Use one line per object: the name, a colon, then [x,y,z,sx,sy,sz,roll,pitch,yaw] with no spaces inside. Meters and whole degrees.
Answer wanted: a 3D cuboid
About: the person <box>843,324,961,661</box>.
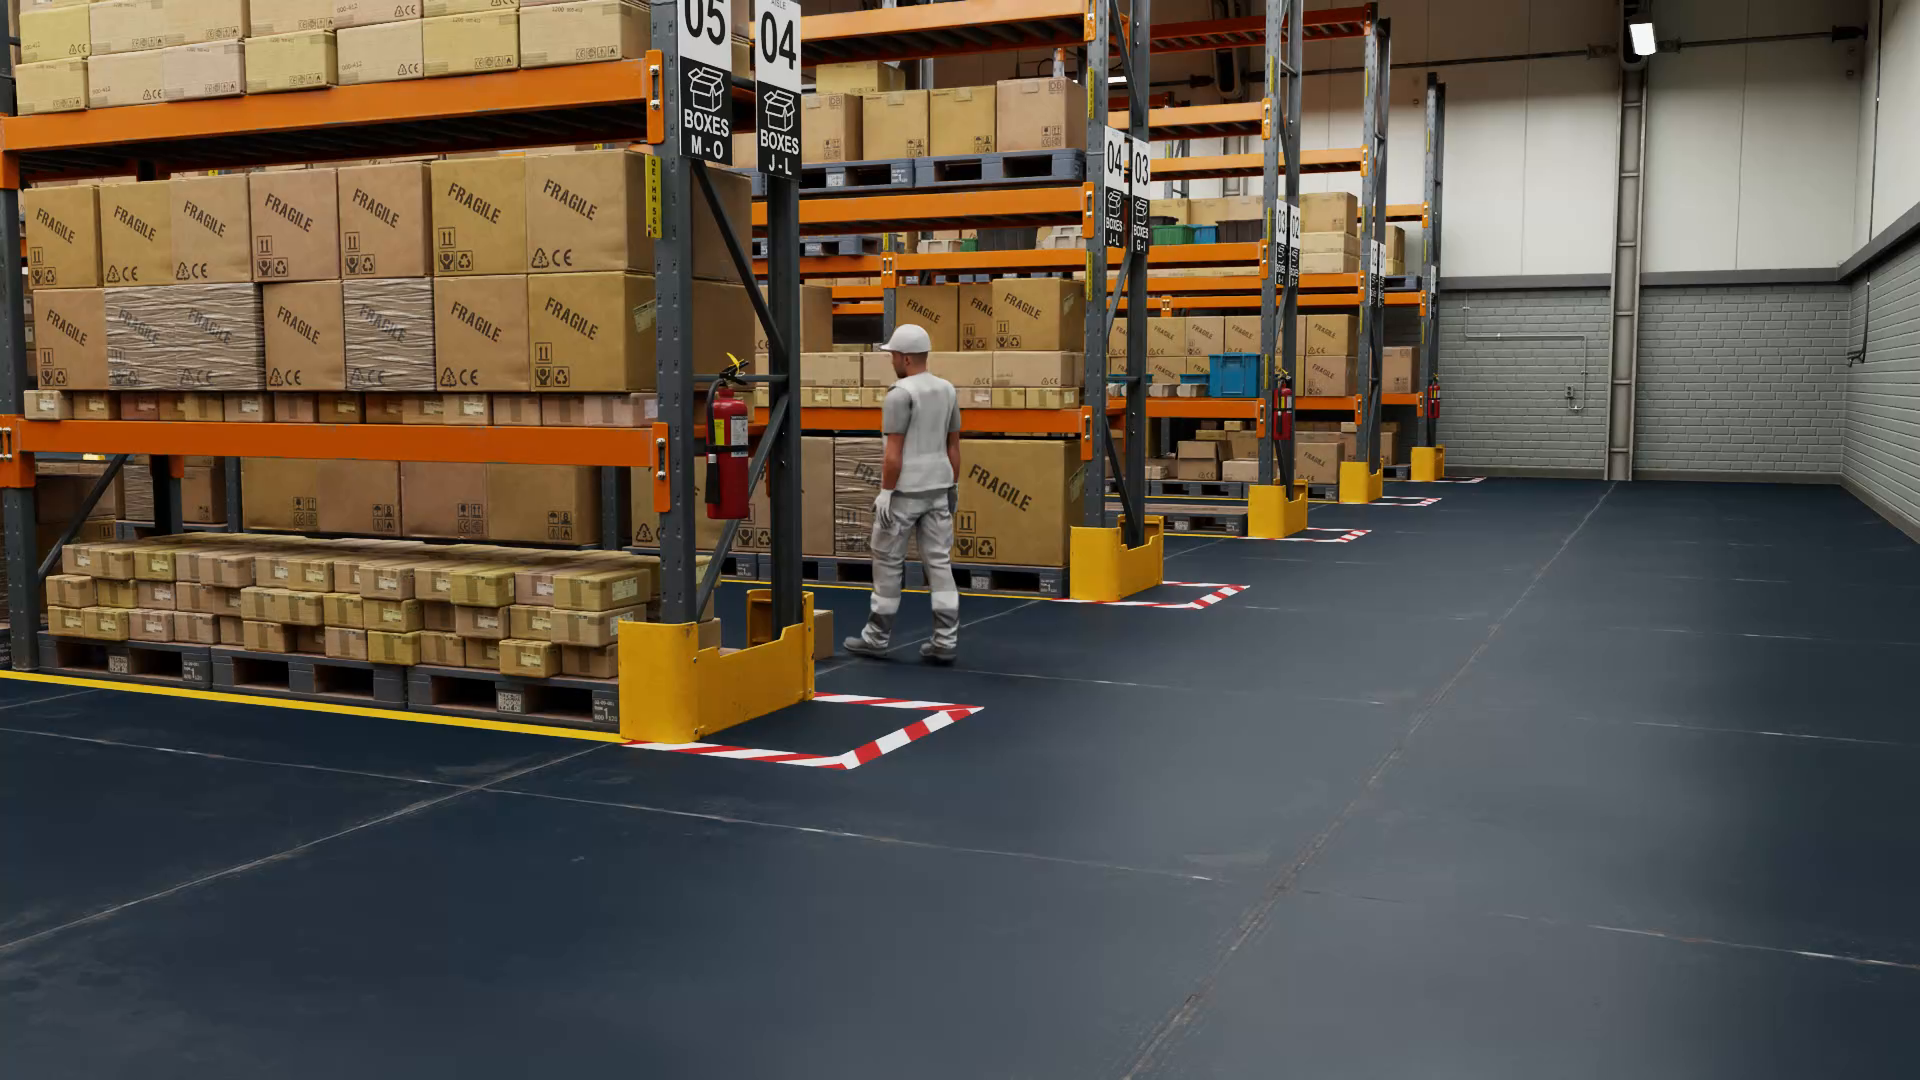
person: [-0.309,-0.257,8.913,0.592,1.777,0.696,-5,8,-43]
